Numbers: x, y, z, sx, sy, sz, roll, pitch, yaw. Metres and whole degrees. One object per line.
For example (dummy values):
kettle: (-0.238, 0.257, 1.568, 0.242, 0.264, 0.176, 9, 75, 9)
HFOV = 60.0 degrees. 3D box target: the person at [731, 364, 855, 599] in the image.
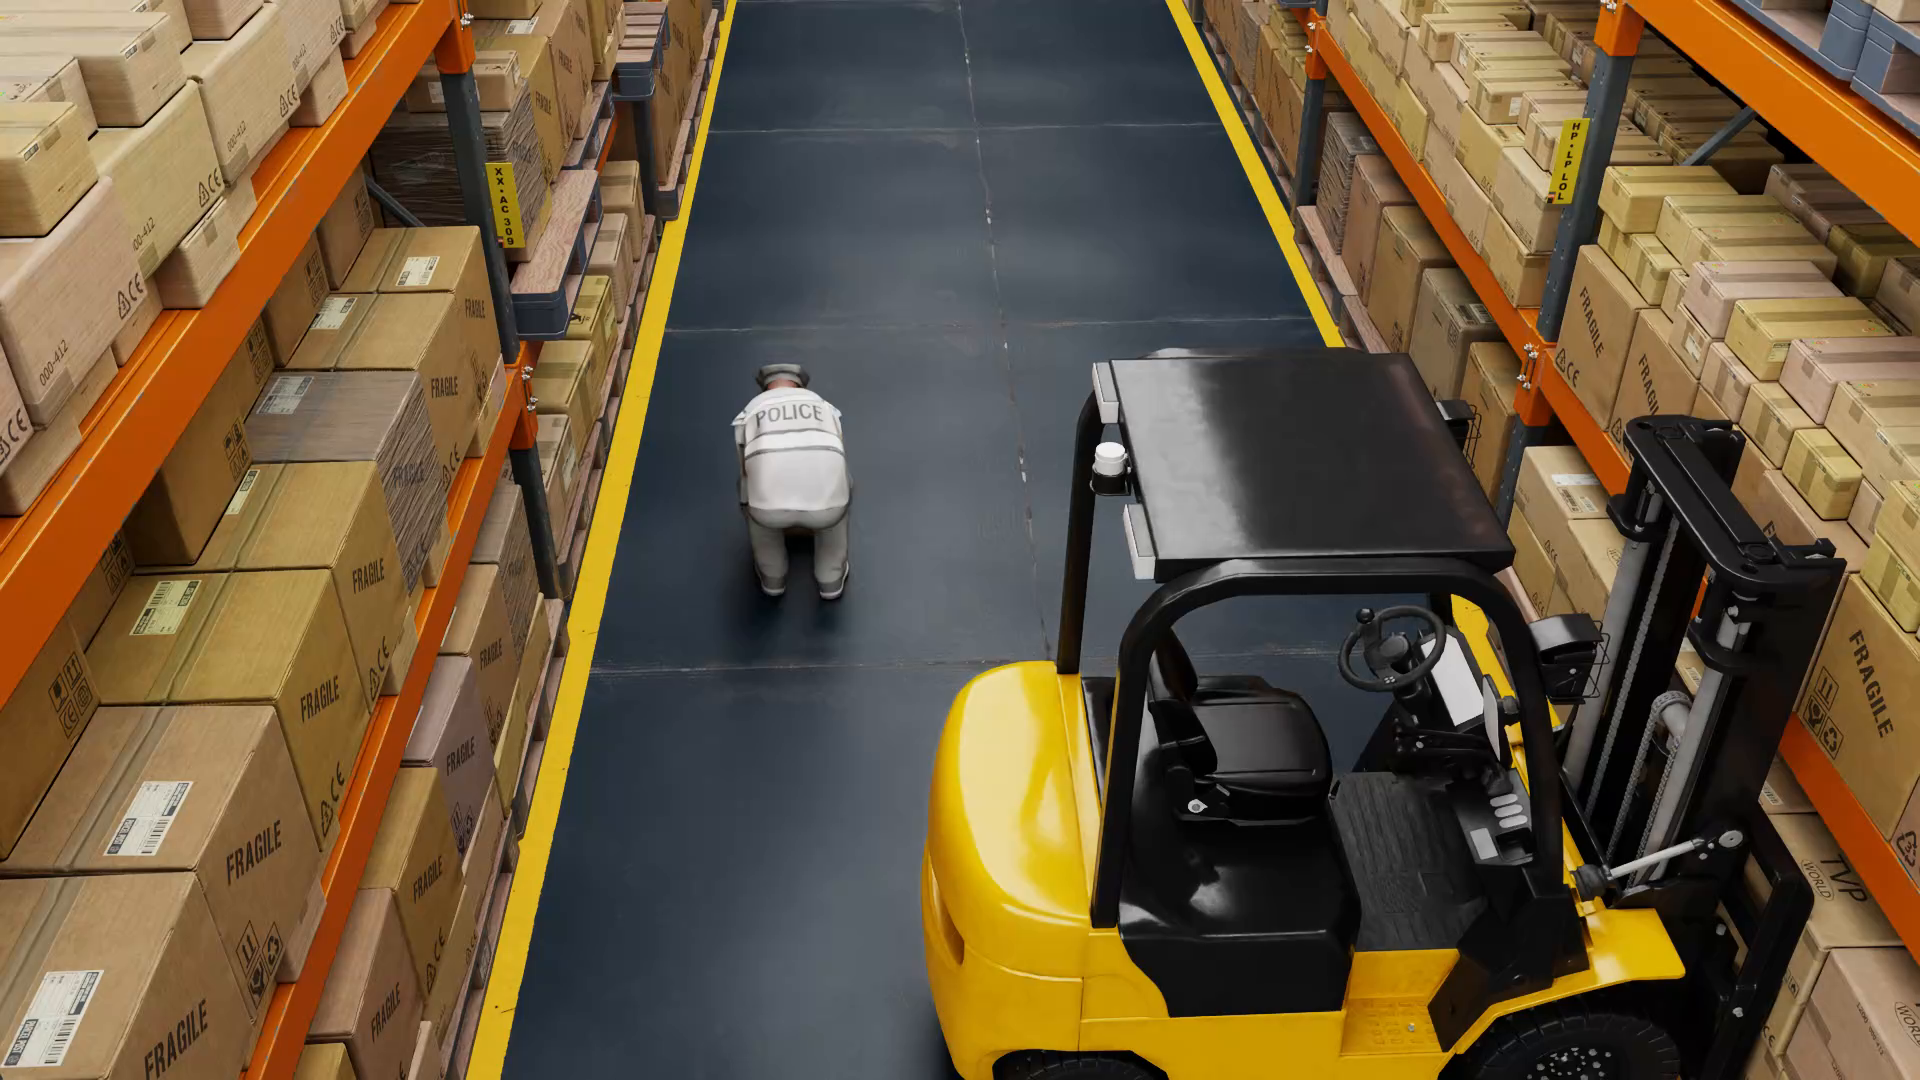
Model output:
person: (-0.728, -0.245, 7.319, 0.525, 0.841, 1.030, -3, 35, -4)
